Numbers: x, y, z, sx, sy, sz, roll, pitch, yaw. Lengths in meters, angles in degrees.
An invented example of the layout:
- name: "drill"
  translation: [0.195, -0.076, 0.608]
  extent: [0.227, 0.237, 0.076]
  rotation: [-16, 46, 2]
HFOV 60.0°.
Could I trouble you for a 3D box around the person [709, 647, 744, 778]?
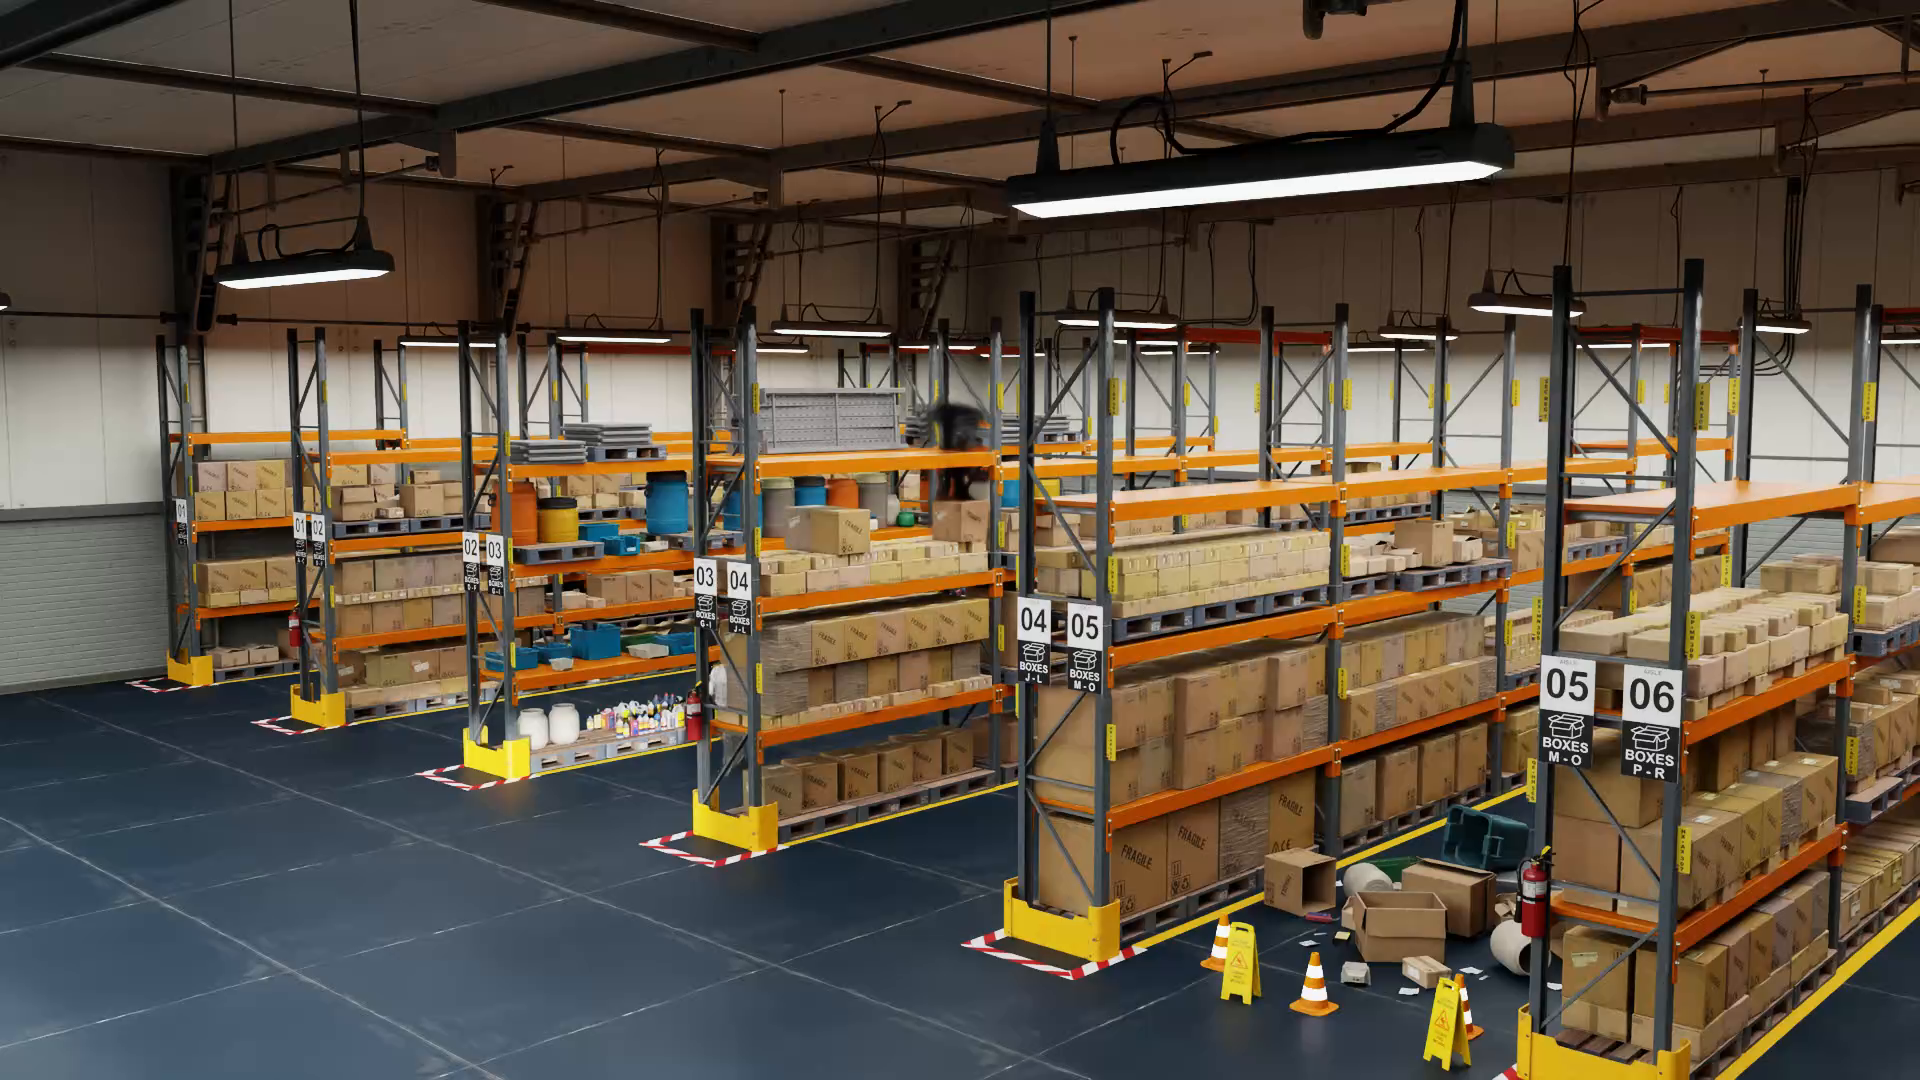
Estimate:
- name: "person"
  translation: [-3.074, 2.252, 22.070]
  extent: [0.553, 1.748, 0.830]
  rotation: [2, 6, 24]
